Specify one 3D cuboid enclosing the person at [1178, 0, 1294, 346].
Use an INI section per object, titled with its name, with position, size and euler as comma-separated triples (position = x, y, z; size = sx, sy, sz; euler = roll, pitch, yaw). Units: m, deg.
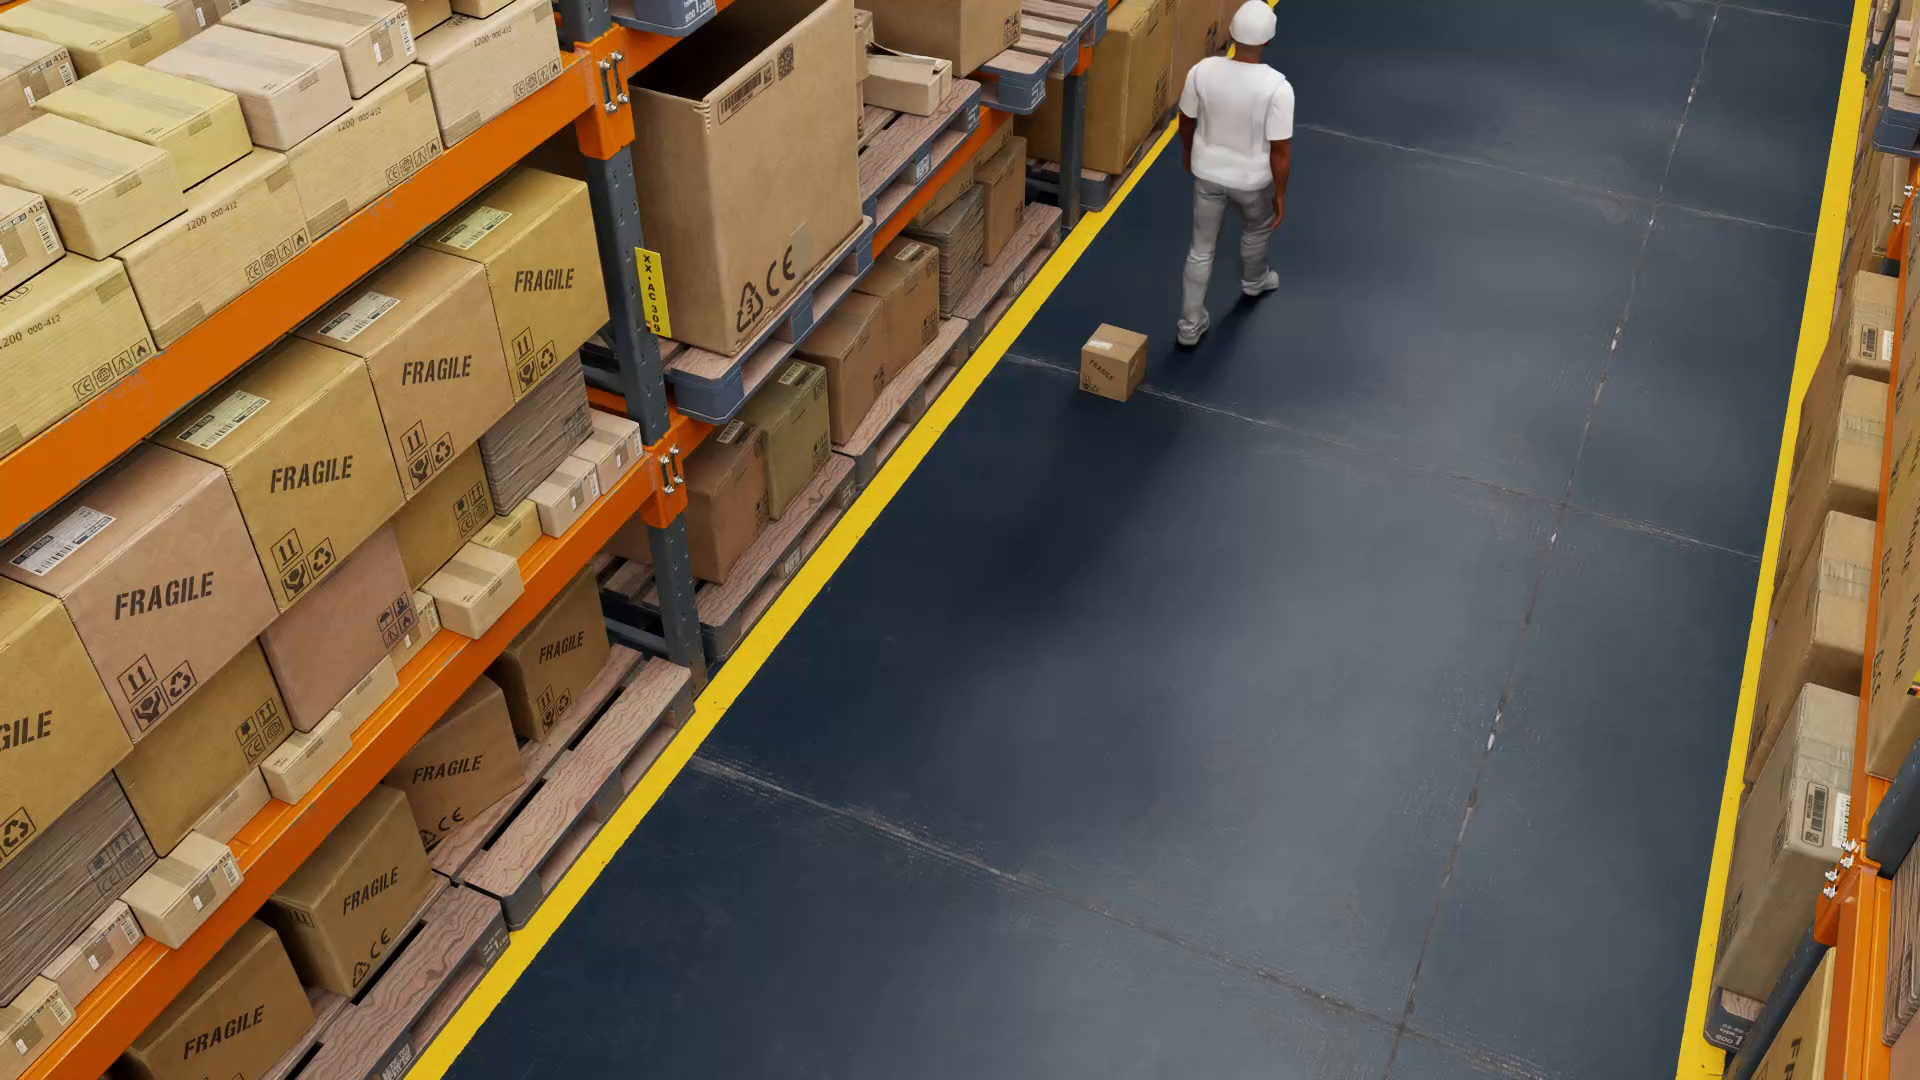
[person]
position = 1.374, -1.864, 8.221
size = 0.611, 1.751, 0.887
euler = 16, 44, 17
